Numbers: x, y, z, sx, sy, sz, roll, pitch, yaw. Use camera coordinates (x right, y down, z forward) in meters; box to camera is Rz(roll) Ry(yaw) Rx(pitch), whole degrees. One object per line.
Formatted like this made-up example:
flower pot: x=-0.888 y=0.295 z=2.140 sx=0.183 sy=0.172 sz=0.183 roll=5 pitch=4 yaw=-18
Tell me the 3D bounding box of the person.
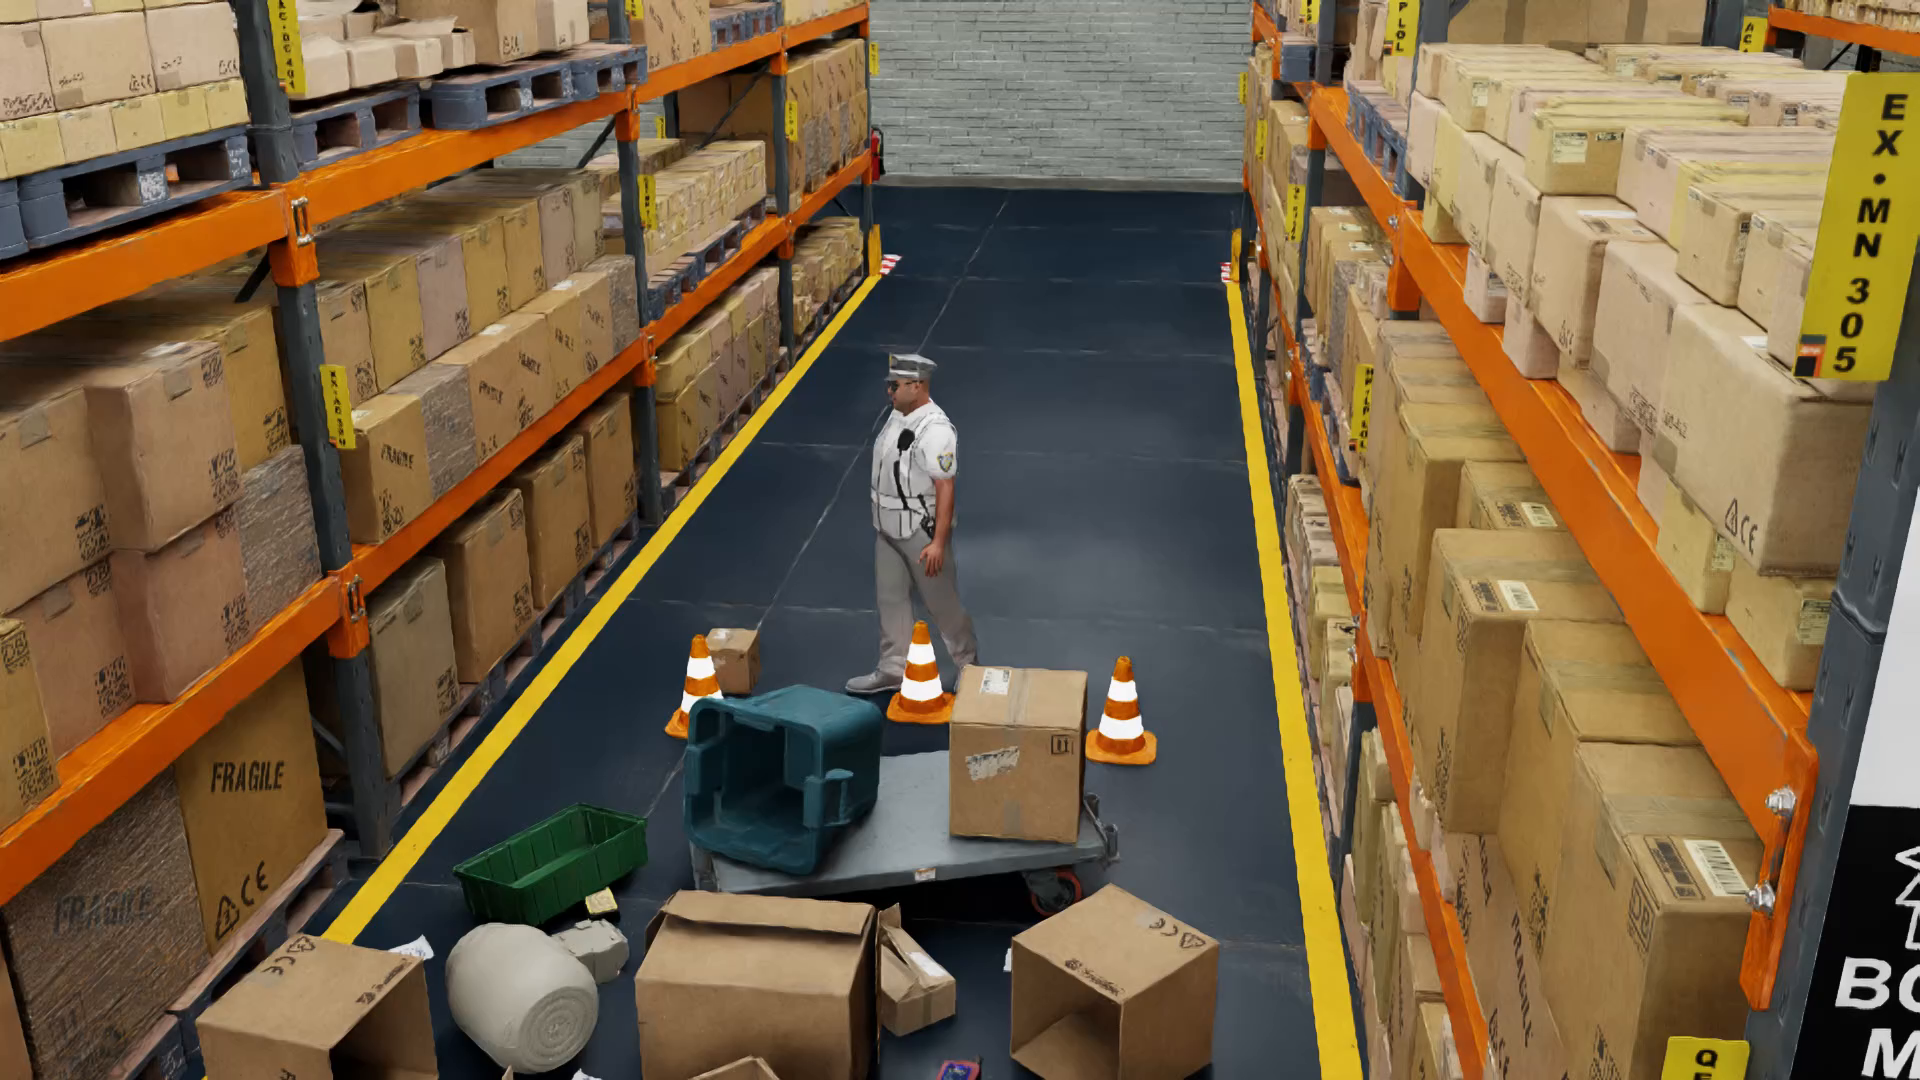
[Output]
person: x=-0.230 y=-0.070 z=8.242 sx=0.680 sy=1.754 sz=0.625 roll=-13 pitch=25 yaw=-30
